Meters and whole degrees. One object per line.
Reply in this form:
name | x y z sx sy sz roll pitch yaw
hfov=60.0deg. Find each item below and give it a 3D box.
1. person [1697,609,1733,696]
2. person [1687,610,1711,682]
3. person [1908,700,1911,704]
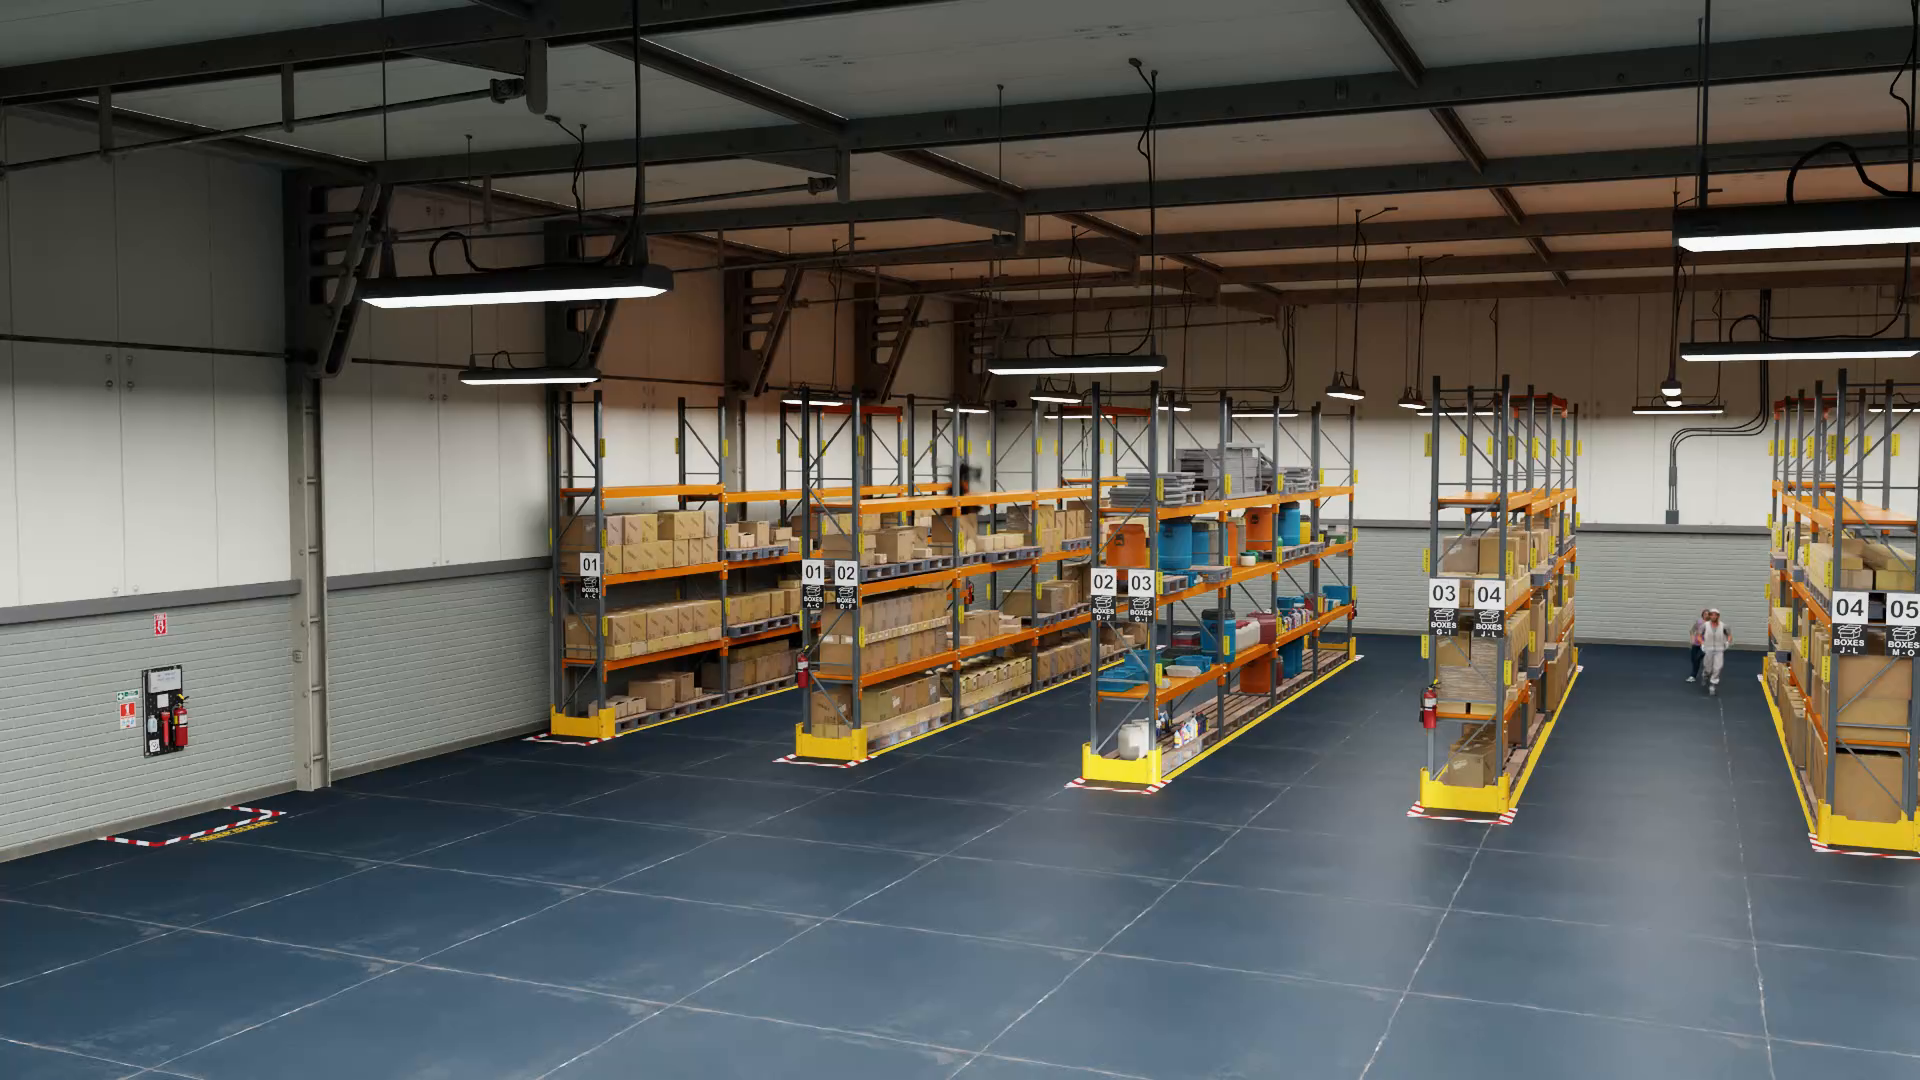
person | 15.340 2.268 33.801 0.657 1.762 0.638 1 3 22
person | 15.929 2.302 35.635 0.603 1.456 0.709 3 4 40
person | 18.614 2.365 32.554 0.656 1.673 0.604 0 3 8
